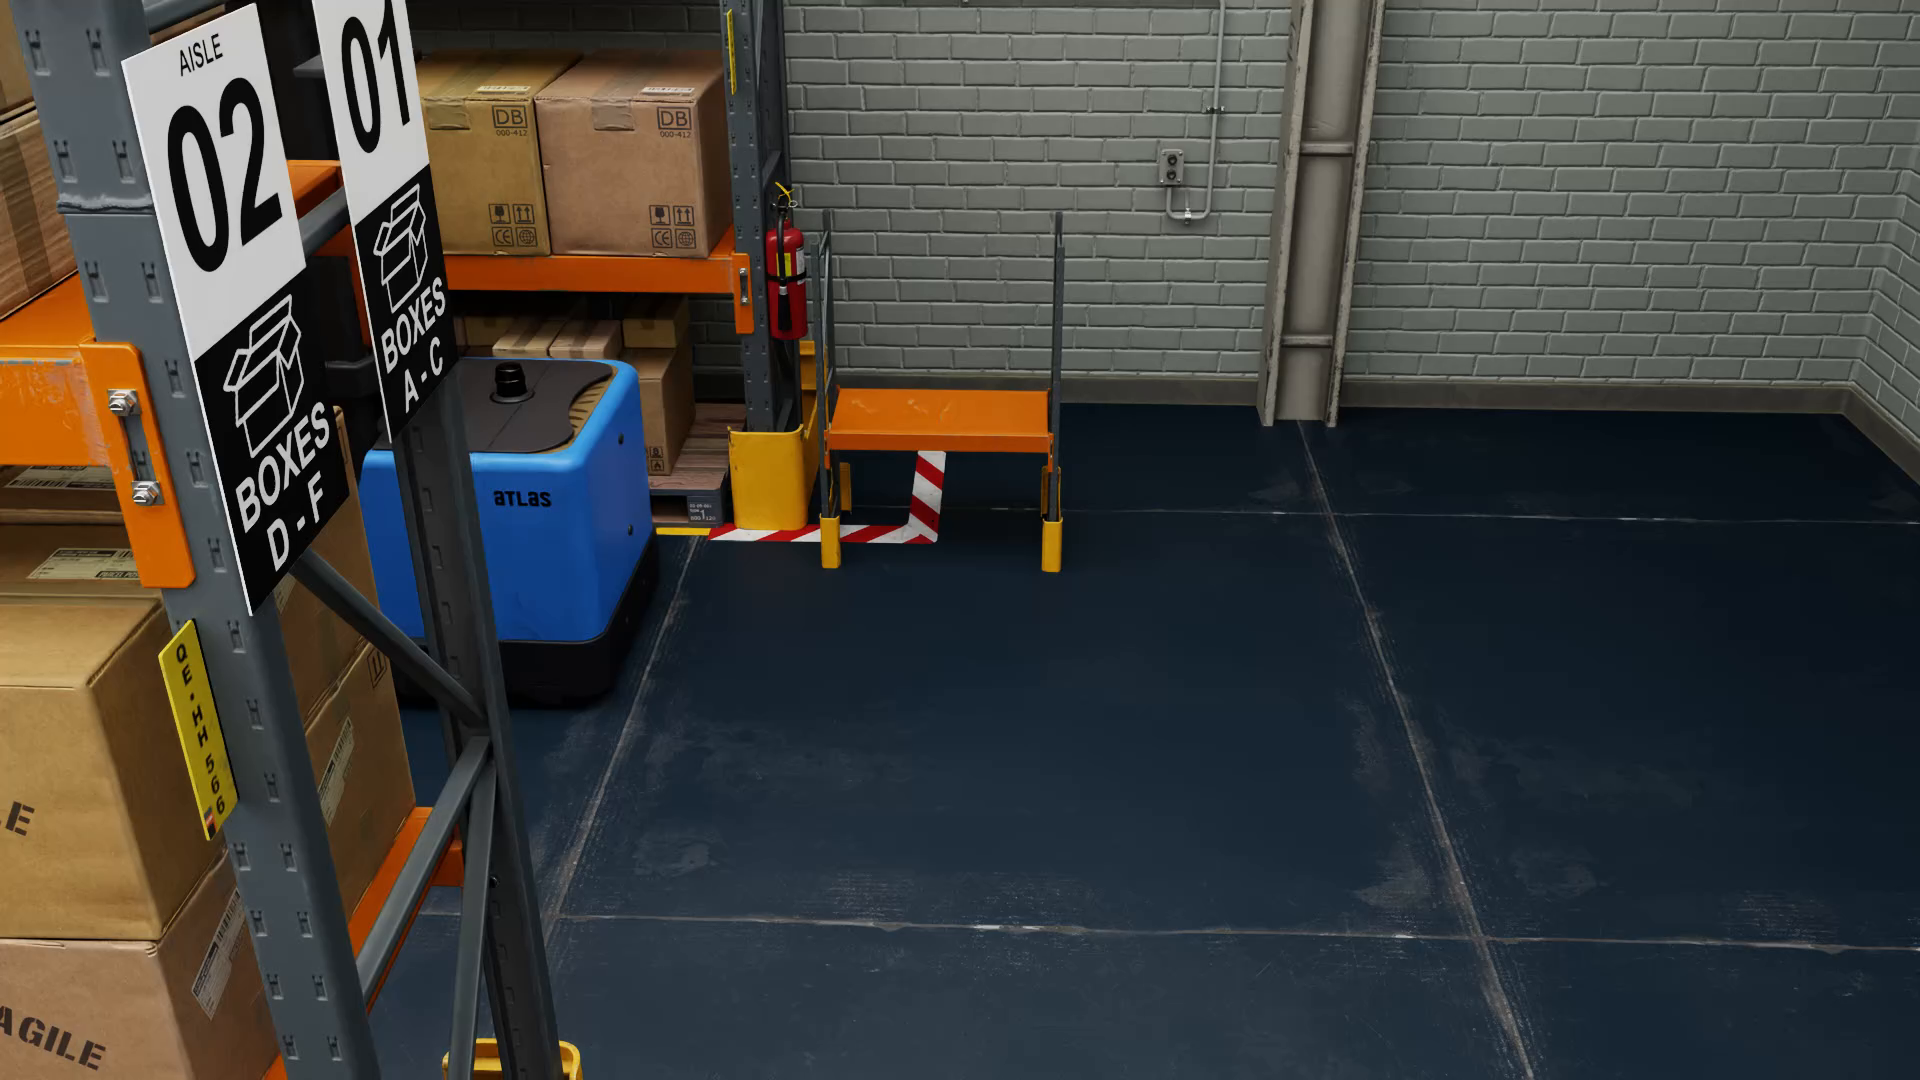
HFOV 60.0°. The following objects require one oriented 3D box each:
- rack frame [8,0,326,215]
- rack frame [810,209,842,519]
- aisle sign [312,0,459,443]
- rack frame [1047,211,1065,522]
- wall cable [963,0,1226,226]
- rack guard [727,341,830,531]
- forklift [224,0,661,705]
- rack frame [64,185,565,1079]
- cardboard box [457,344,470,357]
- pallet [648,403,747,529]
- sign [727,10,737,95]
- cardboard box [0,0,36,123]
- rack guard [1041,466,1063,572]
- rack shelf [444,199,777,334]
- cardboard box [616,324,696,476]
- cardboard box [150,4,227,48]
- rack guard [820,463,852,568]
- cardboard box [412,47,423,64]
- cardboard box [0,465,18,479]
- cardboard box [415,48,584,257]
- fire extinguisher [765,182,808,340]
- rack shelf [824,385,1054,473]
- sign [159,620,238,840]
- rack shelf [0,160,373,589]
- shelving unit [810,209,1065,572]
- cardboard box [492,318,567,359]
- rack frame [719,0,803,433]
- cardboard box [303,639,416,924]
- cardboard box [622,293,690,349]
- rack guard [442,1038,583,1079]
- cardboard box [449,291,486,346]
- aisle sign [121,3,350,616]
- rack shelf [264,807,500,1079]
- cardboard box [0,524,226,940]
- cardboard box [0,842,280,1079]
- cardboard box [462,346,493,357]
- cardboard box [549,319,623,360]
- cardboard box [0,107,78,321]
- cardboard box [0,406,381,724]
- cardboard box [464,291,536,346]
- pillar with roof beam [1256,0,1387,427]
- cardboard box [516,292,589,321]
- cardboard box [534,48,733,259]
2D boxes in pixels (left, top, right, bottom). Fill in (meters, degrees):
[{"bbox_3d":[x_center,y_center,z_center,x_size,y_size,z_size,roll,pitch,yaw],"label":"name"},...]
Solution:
[{"bbox_3d":[-1.076,-1.977,1.871,0.127,3.000,1.000,1,28,2],"label":"rack frame"},{"bbox_3d":[-0.593,-0.673,7.417,0.032,1.500,0.500,1,28,2],"label":"rack frame"},{"bbox_3d":[-0.998,-0.611,2.925,0.004,0.787,0.394,1,28,2],"label":"aisle sign"},{"bbox_3d":[0.423,-0.656,7.386,0.032,1.500,0.500,1,28,2],"label":"rack frame"},{"bbox_3d":[0.408,-2.516,8.208,1.851,1.984,0.084,1,28,2],"label":"wall cable"},{"bbox_3d":[-0.881,-0.540,8.235,0.348,0.500,1.175,1,28,2],"label":"rack guard"},{"bbox_3d":[-2.848,-0.908,6.333,3.031,2.935,1.130,2,28,3],"label":"forklift"},{"bbox_3d":[-1.076,0.674,3.277,0.127,3.000,1.000,1,28,2],"label":"rack frame"},{"bbox_3d":[-2.611,-0.707,8.102,0.500,0.500,0.700,0,28,0],"label":"cardboard box"},{"bbox_3d":[-1.707,-0.390,8.260,1.213,0.211,1.003,1,28,2],"label":"pallet"},{"bbox_3d":[-0.938,-2.008,6.845,0.005,0.325,0.100,1,28,2],"label":"sign"},{"bbox_3d":[-1.599,-0.695,2.283,0.500,0.250,0.500,1,28,2],"label":"cardboard box"},{"bbox_3d":[0.422,-0.103,7.678,0.087,0.250,0.587,1,28,2],"label":"rack guard"},{"bbox_3d":[-2.904,-1.360,7.882,4.000,0.370,1.077,1,28,2],"label":"rack shelf"},{"bbox_3d":[-1.608,-0.691,8.071,0.500,0.500,0.700,1,28,2],"label":"cardboard box"},{"bbox_3d":[-1.580,-0.937,2.738,0.500,0.250,0.500,1,28,2],"label":"cardboard box"},{"bbox_3d":[-0.574,-0.120,7.709,0.087,0.250,0.587,1,28,2],"label":"rack guard"},{"bbox_3d":[-2.904,-1.805,7.632,0.700,0.700,0.980,0,28,-1],"label":"cardboard box"},{"bbox_3d":[-2.033,0.052,3.275,0.500,0.500,0.500,1,28,2],"label":"cardboard box"},{"bbox_3d":[-2.143,-1.788,7.600,0.700,0.700,0.980,1,28,1],"label":"cardboard box"},{"bbox_3d":[-0.771,-1.228,7.344,0.183,0.674,0.296,1,28,2],"label":"fire extinguisher"},{"bbox_3d":[-0.085,-0.505,7.486,1.000,0.185,0.538,1,28,2],"label":"rack shelf"},{"bbox_3d":[-1.116,0.282,2.442,0.005,0.325,0.100,1,28,2],"label":"sign"},{"bbox_3d":[-3.075,-0.367,2.805,4.000,0.370,1.077,1,28,2],"label":"rack shelf"},{"bbox_3d":[-0.076,-0.664,7.401,1.083,1.500,0.587,1,28,2],"label":"shelving unit"},{"bbox_3d":[-1.998,-0.898,7.770,0.250,0.149,0.380,2,28,3],"label":"cardboard box"},{"bbox_3d":[-0.905,-1.645,7.651,0.127,3.000,1.000,1,28,2],"label":"rack frame"},{"bbox_3d":[-1.510,0.499,3.500,0.500,0.500,0.500,2,28,3],"label":"cardboard box"},{"bbox_3d":[-1.476,-1.069,8.092,0.250,0.149,0.380,1,28,2],"label":"cardboard box"},{"bbox_3d":[-1.152,1.777,3.864,0.348,0.500,1.175,1,28,2],"label":"rack guard"},{"bbox_3d":[-2.487,-1.085,8.123,0.250,0.149,0.380,1,28,3],"label":"cardboard box"},{"bbox_3d":[-1.019,-0.330,2.395,0.004,0.787,0.394,1,28,2],"label":"aisle sign"},{"bbox_3d":[-3.075,0.958,3.507,4.000,0.370,1.077,1,28,2],"label":"rack shelf"},{"bbox_3d":[-1.531,0.309,2.790,0.500,0.500,0.500,1,28,1],"label":"cardboard box"},{"bbox_3d":[-1.533,0.750,3.027,0.500,0.500,0.500,2,28,3],"label":"cardboard box"},{"bbox_3d":[-2.108,-0.699,8.087,0.500,0.500,0.700,1,28,2],"label":"cardboard box"},{"bbox_3d":[-1.743,-0.894,7.762,0.250,0.149,0.380,1,28,1],"label":"cardboard box"},{"bbox_3d":[-1.599,-0.470,2.392,0.500,0.250,0.500,1,28,2],"label":"cardboard box"},{"bbox_3d":[-1.510,0.057,3.266,0.500,0.500,0.500,2,28,3],"label":"cardboard box"},{"bbox_3d":[-2.233,-1.081,8.115,0.250,0.149,0.380,1,28,2],"label":"cardboard box"},{"bbox_3d":[1.672,-2.641,3.124,0.400,9.000,9.100,1,28,2],"label":"pillar with roof beam"},{"bbox_3d":[-1.982,-1.077,8.107,0.250,0.149,0.380,1,28,2],"label":"cardboard box"},{"bbox_3d":[-1.415,-1.781,7.587,0.700,0.700,0.980,2,28,4],"label":"cardboard box"}]
